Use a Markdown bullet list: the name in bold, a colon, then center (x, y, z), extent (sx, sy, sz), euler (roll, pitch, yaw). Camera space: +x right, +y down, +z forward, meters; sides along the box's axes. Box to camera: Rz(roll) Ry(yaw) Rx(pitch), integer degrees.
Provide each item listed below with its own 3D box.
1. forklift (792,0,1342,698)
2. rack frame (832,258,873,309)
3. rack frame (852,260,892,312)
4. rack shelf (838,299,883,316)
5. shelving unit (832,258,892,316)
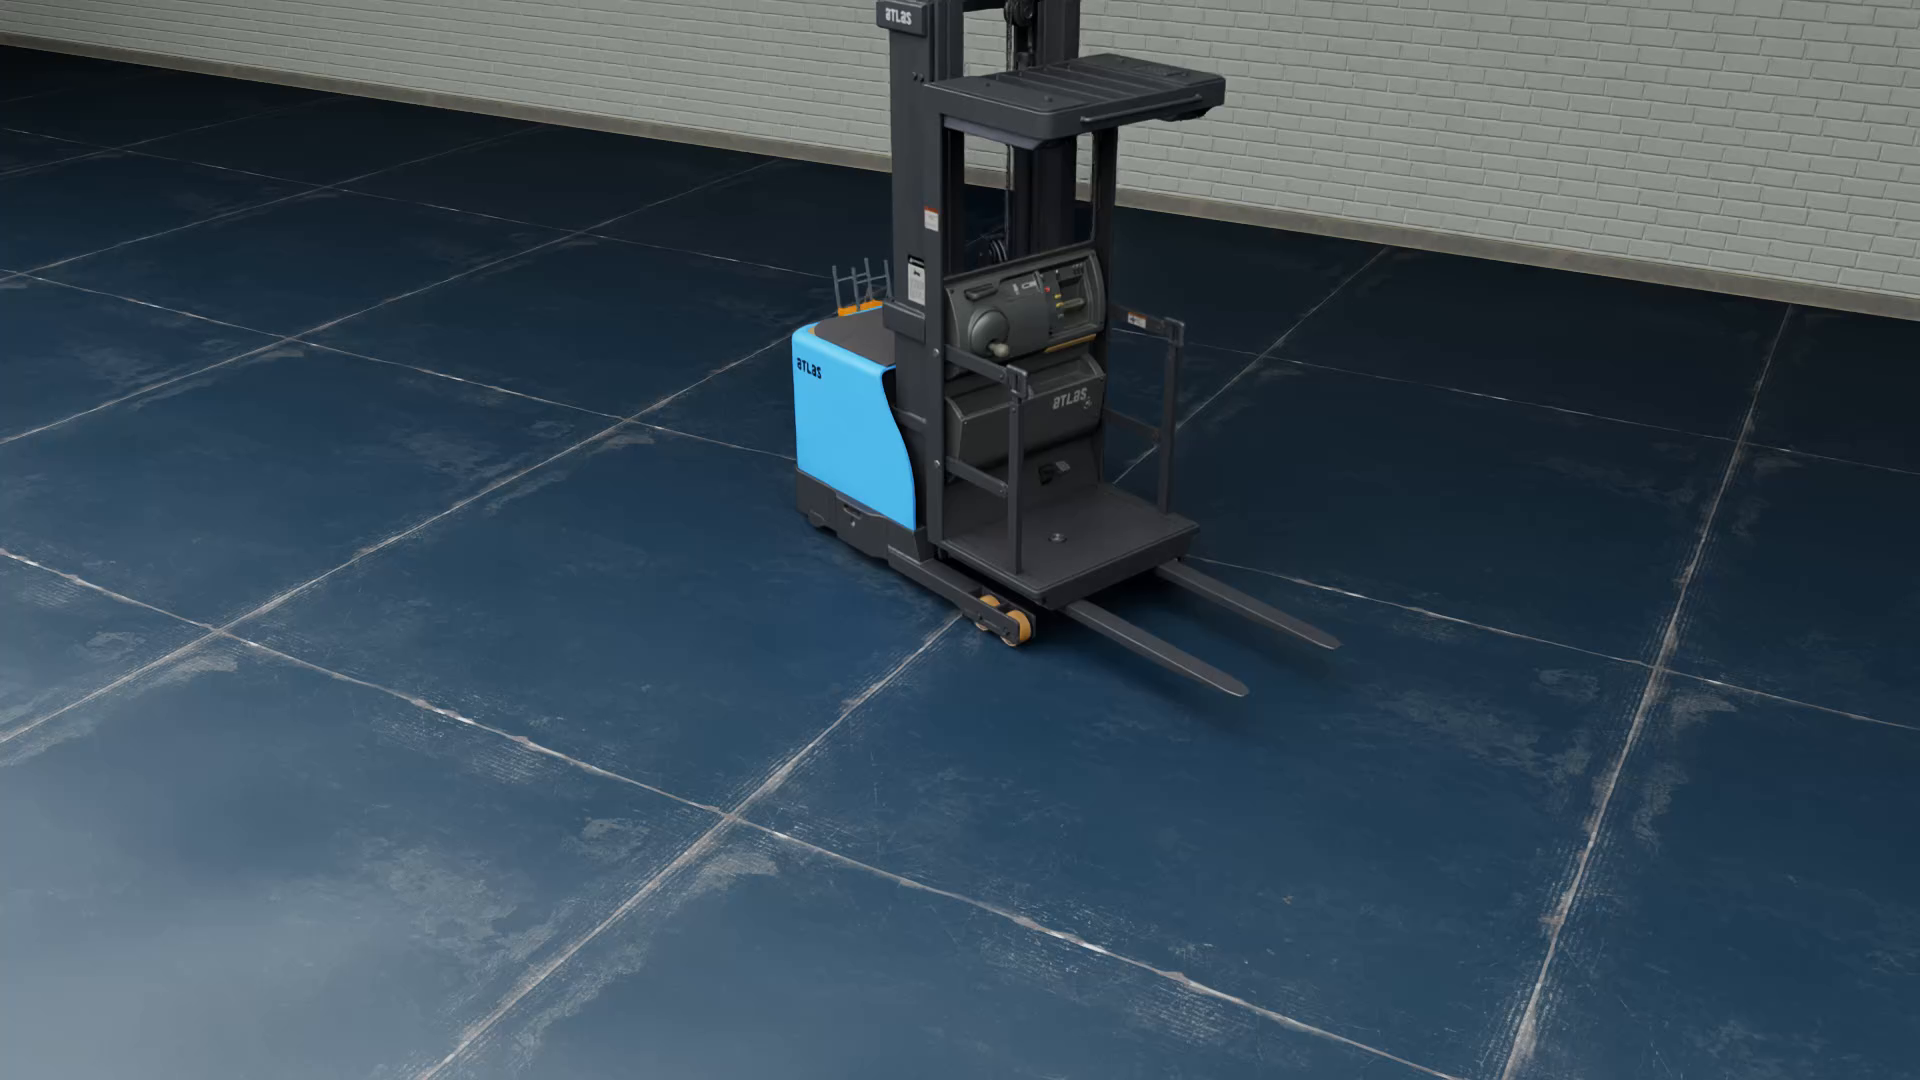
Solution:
- **forklift**: center (0.454, -1.070, 7.613), extent (1.130, 2.935, 3.031), euler (-21, 33, -35)
- **rack frame**: center (-0.540, -0.971, 9.368), extent (0.240, 1.200, 0.006), euler (-20, 23, -35)
- **rack frame**: center (-0.425, -0.937, 9.229), extent (0.240, 1.200, 0.006), euler (-20, 23, -35)
- **rack shelf**: center (-0.517, -1.251, 9.197), extent (0.258, 0.103, 0.180), euler (-20, 23, -35)
- **shelving unit**: center (-0.482, -0.954, 9.298), extent (0.258, 1.200, 0.189), euler (-20, 23, -35)
